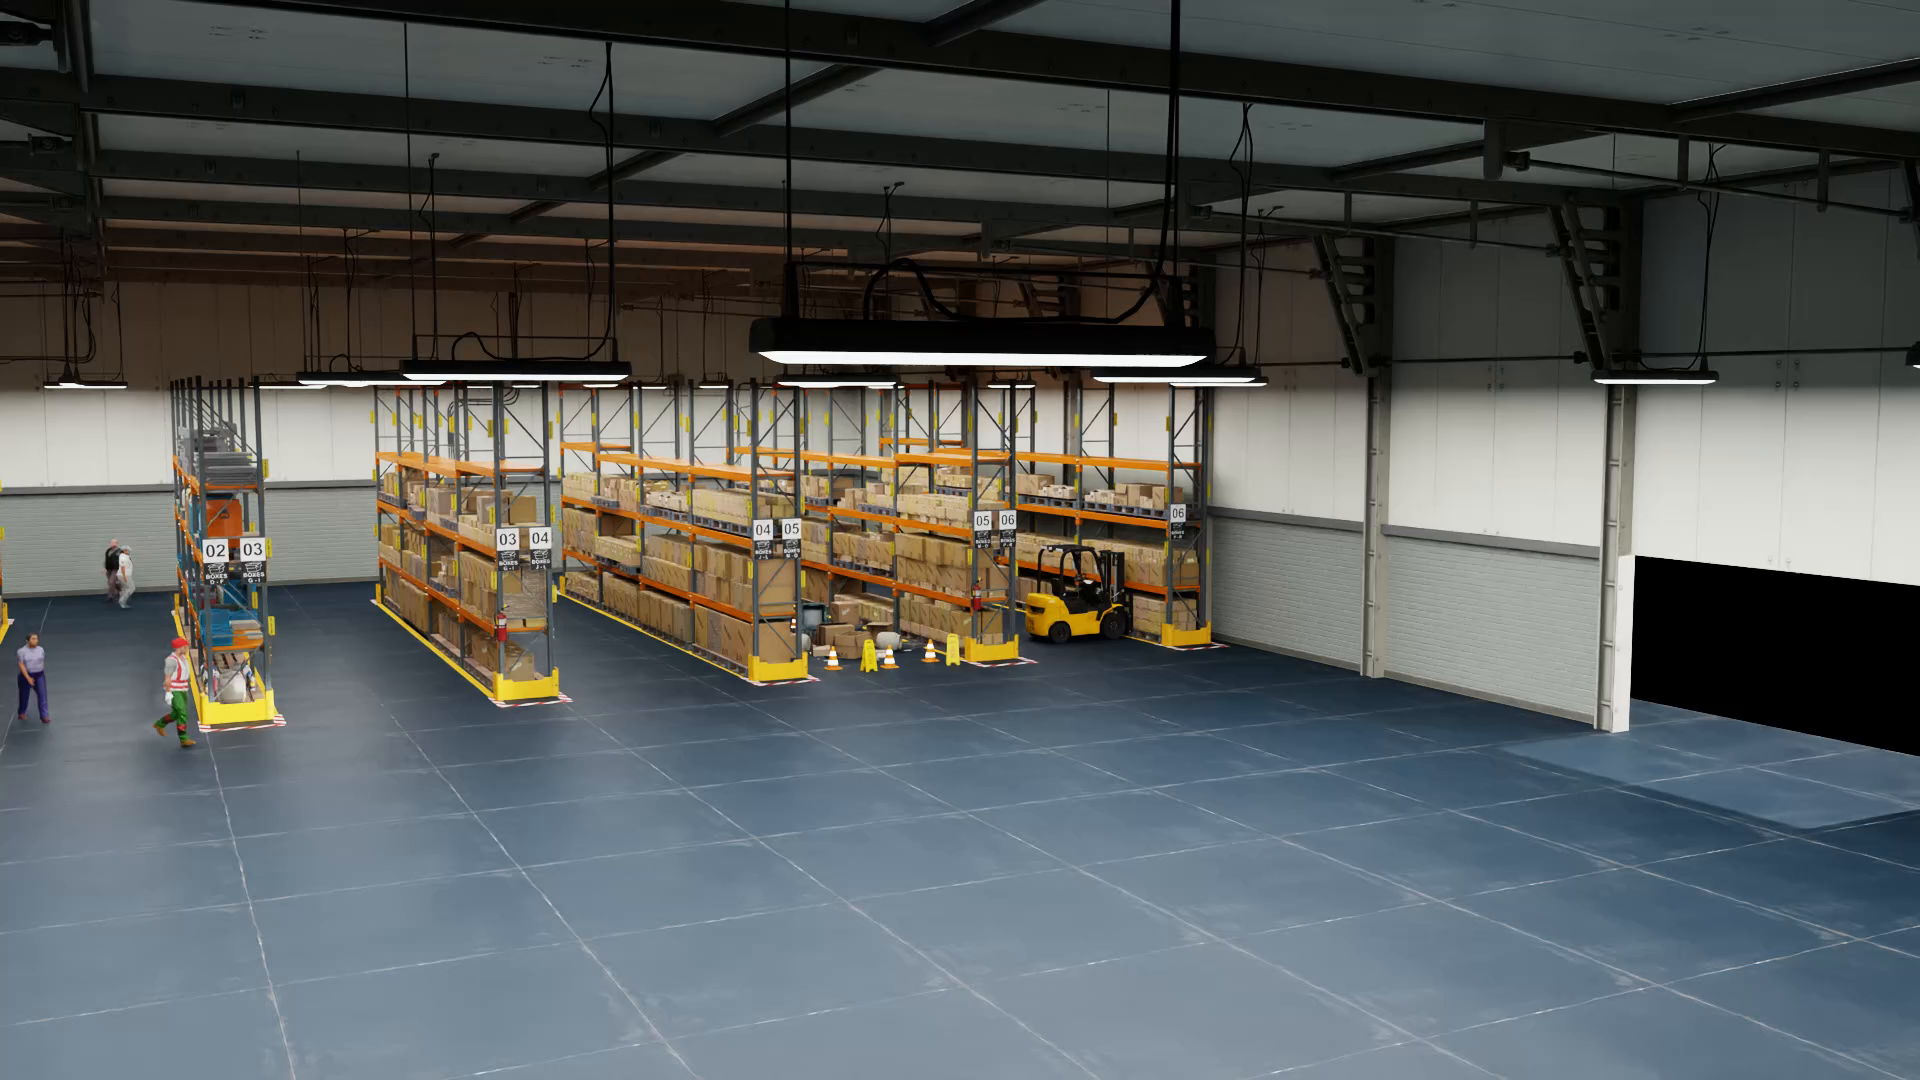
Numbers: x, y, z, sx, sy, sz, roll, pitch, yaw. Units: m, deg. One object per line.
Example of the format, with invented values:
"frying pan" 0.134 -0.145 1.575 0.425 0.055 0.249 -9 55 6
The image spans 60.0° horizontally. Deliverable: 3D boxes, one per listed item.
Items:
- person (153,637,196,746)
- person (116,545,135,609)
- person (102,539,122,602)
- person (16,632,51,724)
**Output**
"person" -12.781 2.445 26.998 0.933 1.753 0.540 1 5 15
"person" -22.061 0.978 43.944 0.432 1.670 0.509 -3 6 -31
"person" -23.235 0.817 45.682 0.592 1.701 0.879 1 5 11
"person" -15.994 2.387 28.703 0.454 1.551 1.089 -5 7 -44
